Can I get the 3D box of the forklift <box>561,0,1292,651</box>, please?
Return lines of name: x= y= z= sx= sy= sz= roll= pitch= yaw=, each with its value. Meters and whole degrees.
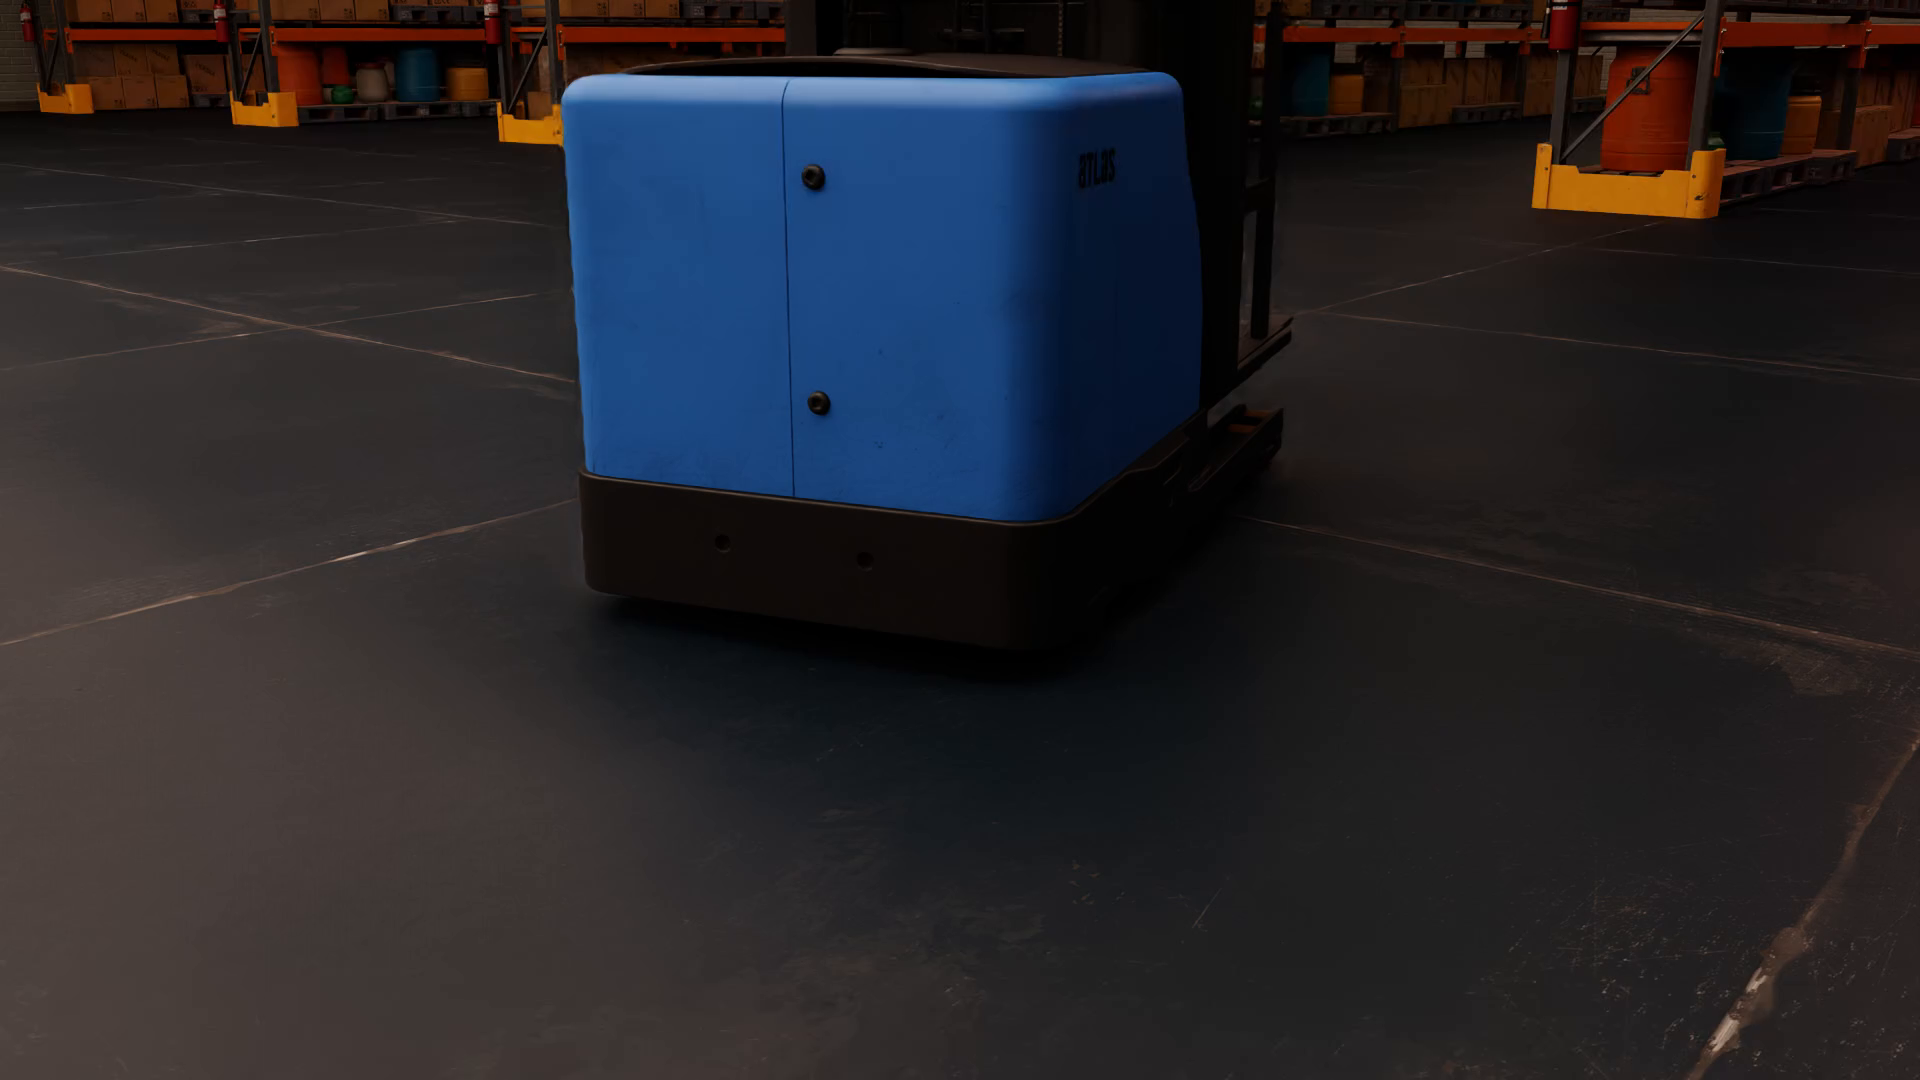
forklift: x=0.253 y=-1.587 z=4.124 sx=1.130 sy=2.935 sz=3.031 roll=7 pitch=18 yaw=21
